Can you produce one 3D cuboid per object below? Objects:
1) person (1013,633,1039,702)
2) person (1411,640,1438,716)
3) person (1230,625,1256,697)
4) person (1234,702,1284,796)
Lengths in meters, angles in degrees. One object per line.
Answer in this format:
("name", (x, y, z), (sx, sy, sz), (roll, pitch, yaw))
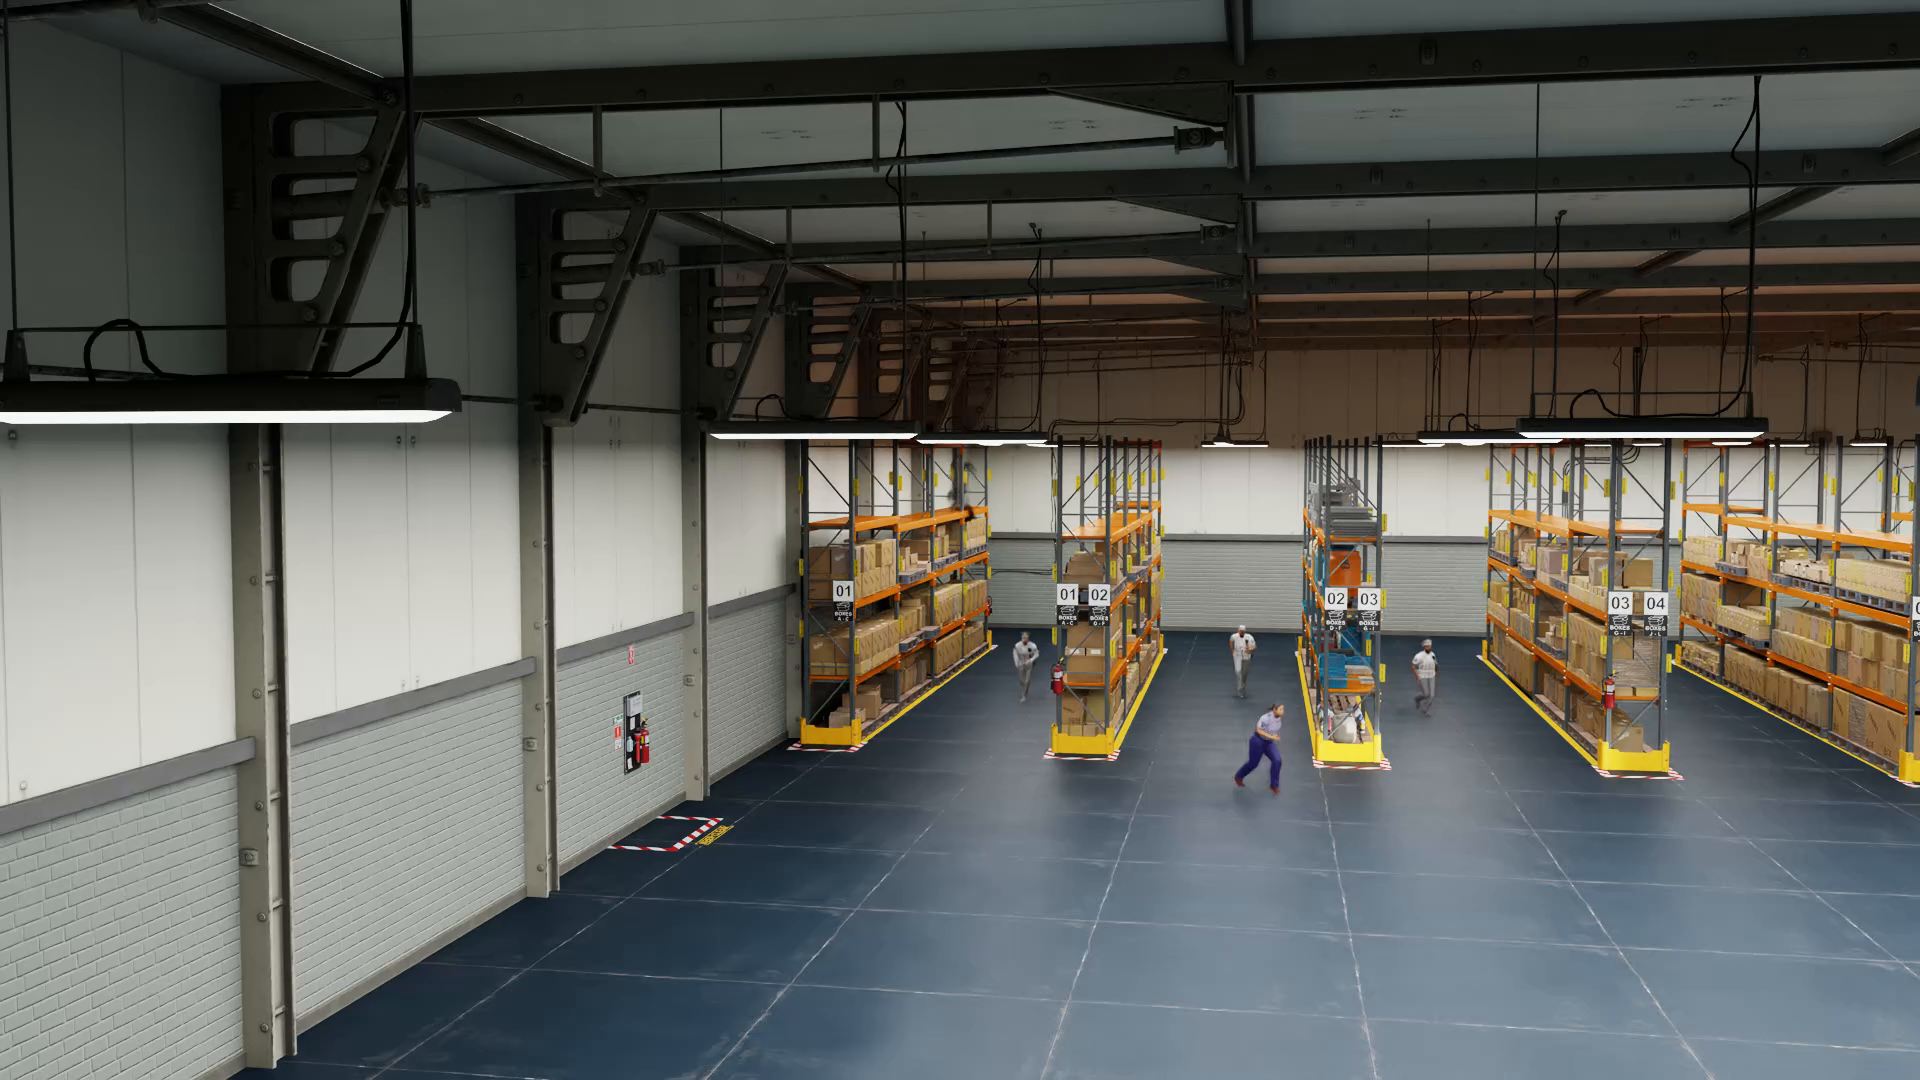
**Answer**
("person", (1.501, 2.885, 37.941), (0.608, 1.619, 0.690), (0, 3, 7))
("person", (10.063, 2.967, 35.912), (0.588, 1.645, 0.571), (-1, 3, -14))
("person", (6.630, 2.807, 39.010), (0.607, 1.673, 1.022), (0, 3, 8))
("person", (5.017, 3.464, 27.846), (0.959, 1.612, 0.649), (3, 4, 44))
